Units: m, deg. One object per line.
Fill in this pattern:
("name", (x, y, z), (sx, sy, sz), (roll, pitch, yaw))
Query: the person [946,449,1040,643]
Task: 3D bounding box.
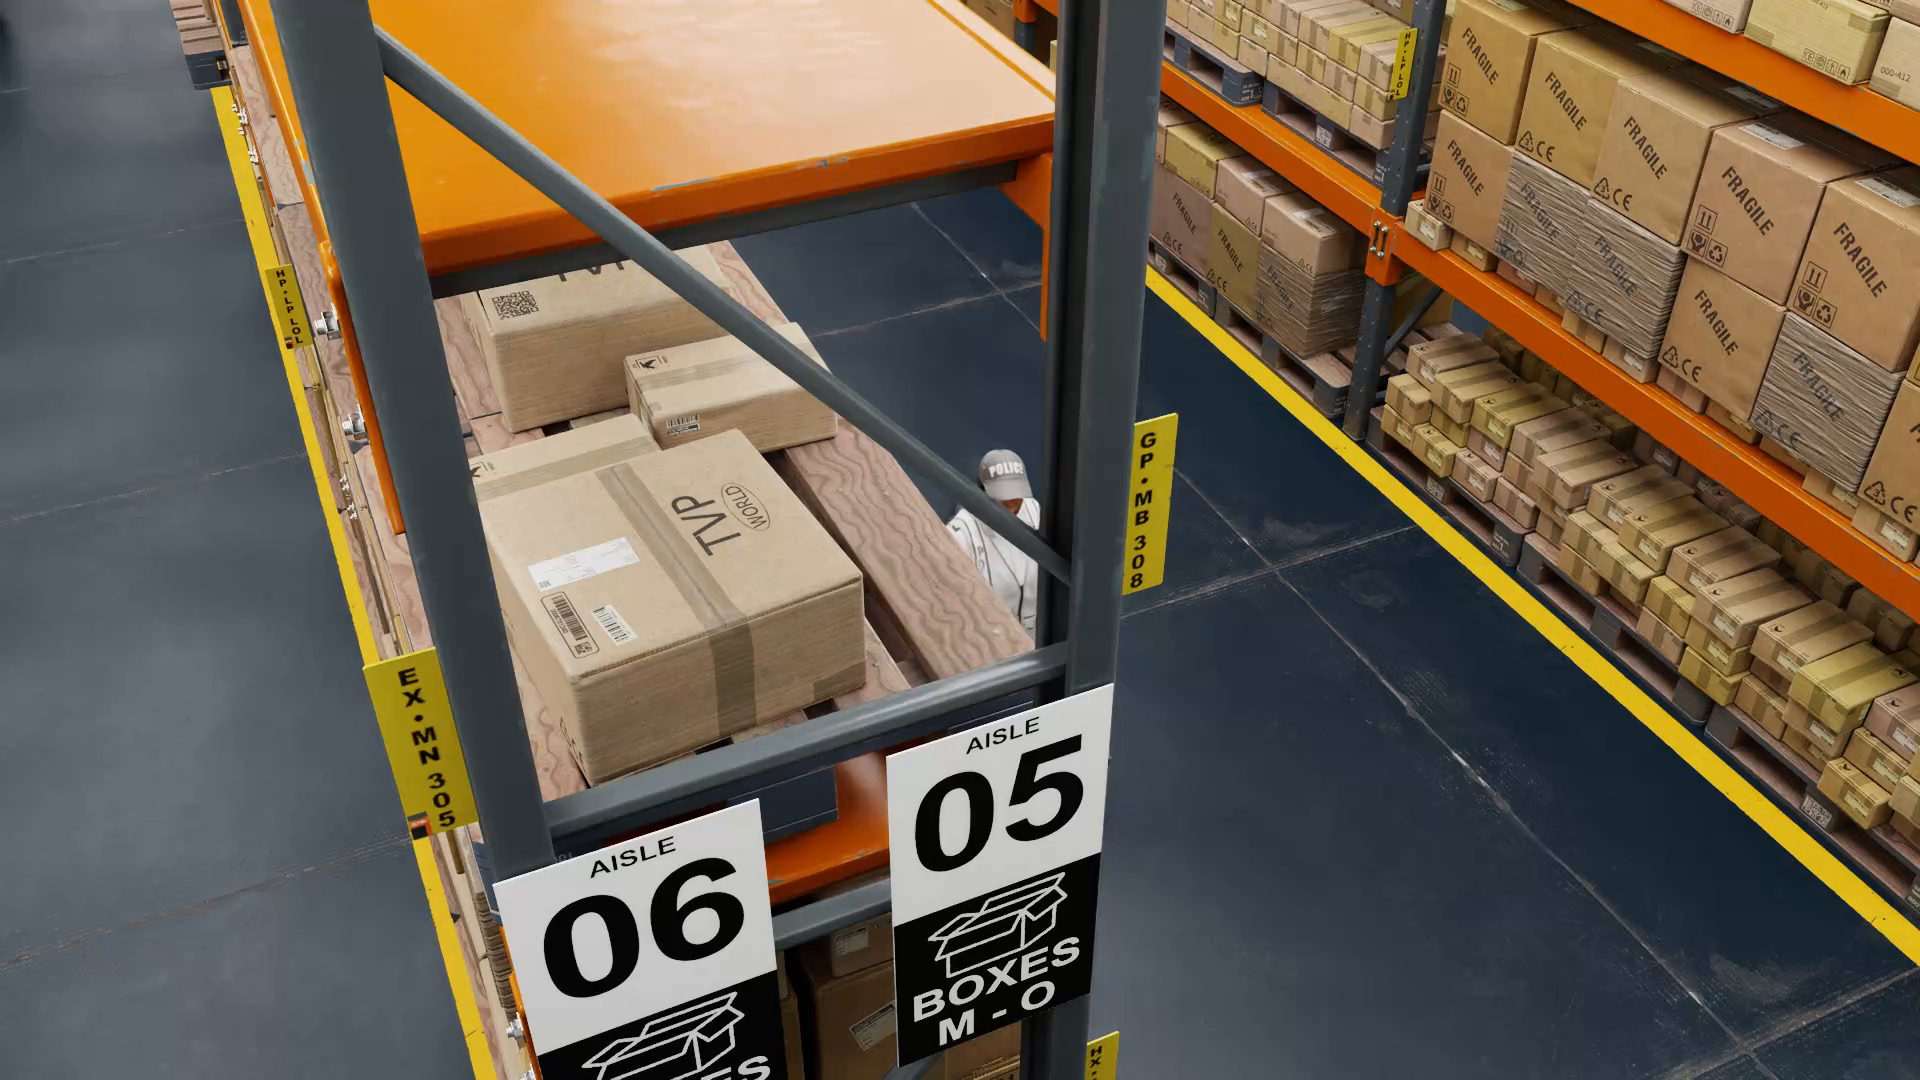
("person", (0.144, 0.359, 6.390), (0.503, 1.607, 1.037), (-13, 39, -17))
